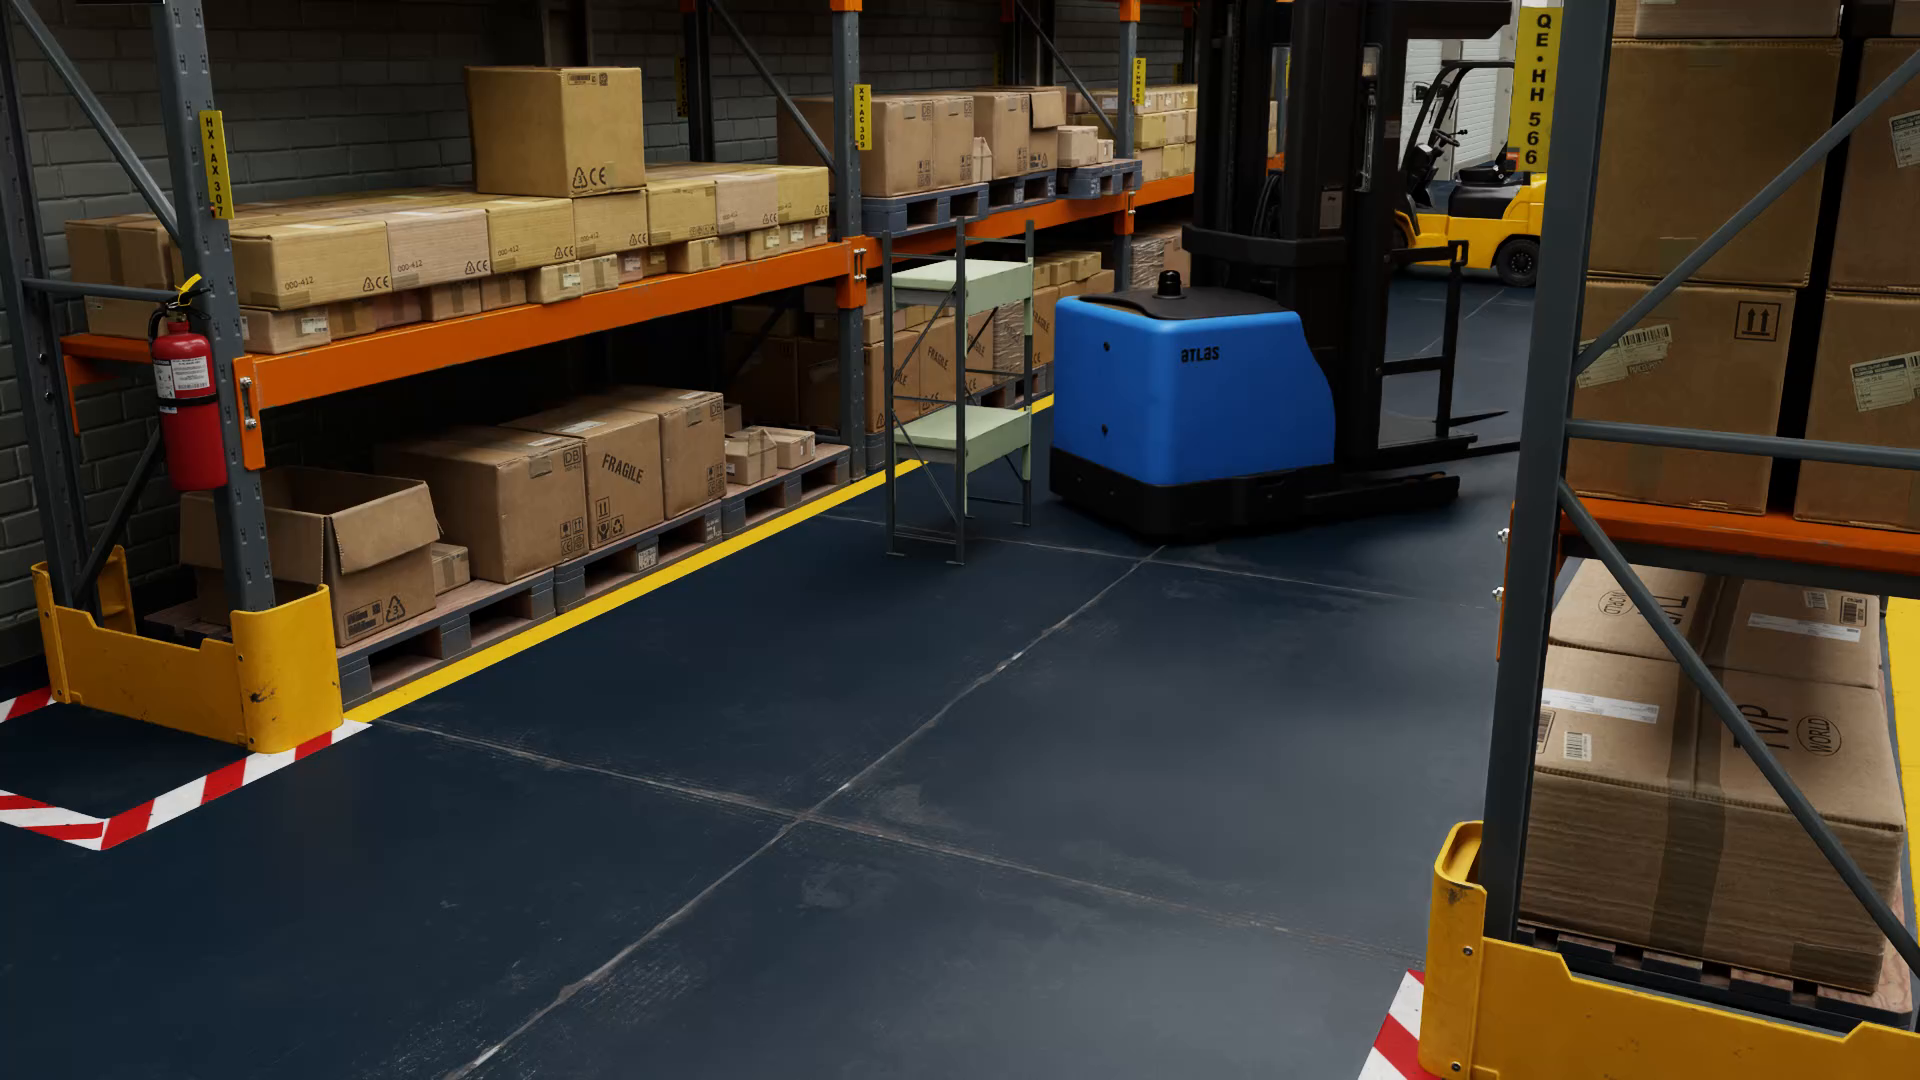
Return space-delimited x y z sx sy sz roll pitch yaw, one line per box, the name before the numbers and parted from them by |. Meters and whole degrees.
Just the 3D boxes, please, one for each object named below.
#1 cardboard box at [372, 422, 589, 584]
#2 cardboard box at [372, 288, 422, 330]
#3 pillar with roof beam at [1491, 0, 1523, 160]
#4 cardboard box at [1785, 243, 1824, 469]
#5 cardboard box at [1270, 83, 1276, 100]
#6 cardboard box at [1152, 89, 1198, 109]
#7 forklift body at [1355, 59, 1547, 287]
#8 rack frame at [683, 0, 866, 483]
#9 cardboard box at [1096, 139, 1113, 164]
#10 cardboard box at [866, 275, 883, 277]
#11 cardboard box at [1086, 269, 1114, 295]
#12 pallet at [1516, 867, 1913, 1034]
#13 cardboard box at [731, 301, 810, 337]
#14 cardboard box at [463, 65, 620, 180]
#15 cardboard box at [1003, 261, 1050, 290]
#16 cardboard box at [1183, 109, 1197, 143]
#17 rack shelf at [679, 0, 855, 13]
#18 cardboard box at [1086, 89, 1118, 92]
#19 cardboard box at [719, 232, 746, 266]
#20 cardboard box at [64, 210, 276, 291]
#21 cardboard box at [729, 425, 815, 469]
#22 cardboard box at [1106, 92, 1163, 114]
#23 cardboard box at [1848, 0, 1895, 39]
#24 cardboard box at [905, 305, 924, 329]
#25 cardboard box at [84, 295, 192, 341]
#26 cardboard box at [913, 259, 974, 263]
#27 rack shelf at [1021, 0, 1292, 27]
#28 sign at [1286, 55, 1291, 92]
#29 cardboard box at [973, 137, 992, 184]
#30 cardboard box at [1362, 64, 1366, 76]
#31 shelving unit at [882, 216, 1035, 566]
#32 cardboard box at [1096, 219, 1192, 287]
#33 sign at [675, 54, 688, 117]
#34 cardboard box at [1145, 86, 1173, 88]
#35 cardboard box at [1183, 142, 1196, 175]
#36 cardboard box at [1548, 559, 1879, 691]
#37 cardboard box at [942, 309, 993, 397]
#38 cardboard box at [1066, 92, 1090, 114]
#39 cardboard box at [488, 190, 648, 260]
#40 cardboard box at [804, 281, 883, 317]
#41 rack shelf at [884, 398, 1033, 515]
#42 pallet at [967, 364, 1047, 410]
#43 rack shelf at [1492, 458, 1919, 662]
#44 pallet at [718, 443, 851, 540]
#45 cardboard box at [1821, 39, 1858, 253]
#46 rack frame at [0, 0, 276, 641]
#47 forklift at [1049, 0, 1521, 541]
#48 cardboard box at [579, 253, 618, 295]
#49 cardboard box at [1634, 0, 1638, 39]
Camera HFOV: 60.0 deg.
cardboard box | -2.005 -0.169 6.978 0.700 0.500 0.500 9 19 28
cardboard box | -2.229 -0.880 6.160 0.380 0.149 0.250 8 18 25
pillar with roof beam | 15.147 -11.735 31.730 9.100 9.000 0.400 8 18 25
cardboard box | 2.335 -0.445 4.079 0.500 0.500 0.500 8 18 25
cardboard box | 2.960 -4.273 15.827 0.380 0.149 0.250 8 18 24
cardboard box | 1.768 -3.580 13.494 0.380 0.149 0.250 9 19 27
forklift body | 5.154 -3.763 16.916 2.313 2.155 1.214 8 18 25
rack frame | -0.992 -1.828 8.912 1.000 3.000 0.127 8 18 25
cardboard box | 0.845 -2.712 11.590 0.380 0.149 0.250 8 19 26
cardboard box | -0.546 -1.608 10.683 0.380 0.149 0.250 8 18 26
cardboard box | 0.798 -1.715 12.184 0.500 0.500 0.500 9 19 27
pallet | 1.950 0.944 4.475 1.003 0.211 1.213 8 18 25
cardboard box | -1.086 -1.273 9.555 0.380 0.149 0.250 7 18 23
cardboard box | -1.896 -1.913 7.621 0.500 0.500 0.500 8 18 24
cardboard box | 0.391 -1.807 11.353 0.380 0.149 0.250 9 19 27
cardboard box | 1.687 -3.355 13.438 0.500 0.250 0.500 8 18 24
rack shelf | -1.886 -2.412 6.872 1.077 0.370 4.000 8 18 25
cardboard box | 1.180 -3.582 13.501 0.380 0.149 0.250 8 18 25
cardboard box | -1.242 -1.393 7.887 0.380 0.149 0.250 9 19 27
cardboard box | -2.812 -1.031 5.969 0.500 0.250 0.500 9 19 27
cardboard box | -0.979 -0.484 8.654 0.380 0.149 0.250 7 18 24
cardboard box | 1.319 -3.318 12.612 0.380 0.149 0.250 9 19 27
cardboard box | 2.122 -1.148 3.551 0.380 0.149 0.250 9 19 27
cardboard box | -0.435 -1.347 9.805 0.380 0.149 0.250 7 18 23
cardboard box | -2.872 -0.808 5.916 0.380 0.149 0.250 8 18 25
cardboard box | -0.103 -1.873 11.575 0.380 0.149 0.250 7 18 23
rack shelf | 1.689 -4.450 13.733 1.077 0.370 4.000 8 18 25
sign | 3.072 -4.317 15.395 0.100 0.325 0.005 8 18 25
cardboard box | -0.028 -2.270 9.898 0.396 0.266 0.258 9 19 28
cardboard box | 4.223 -5.131 18.196 0.380 0.149 0.250 9 19 27
shelving unit | 0.003 -0.721 7.817 0.431 1.500 0.755 8 18 25
cardboard box | 1.672 -2.406 14.291 0.875 0.625 0.625 7 18 23
sign | -1.490 -2.453 8.982 0.100 0.325 0.005 8 18 25
cardboard box | 1.616 -3.845 14.386 0.380 0.149 0.250 8 18 25
cardboard box | 1.665 -3.117 13.513 0.500 0.250 0.500 7 18 24
cardboard box | 2.269 0.433 5.061 0.875 0.438 0.875 9 19 27
cardboard box | -0.119 -1.189 10.413 0.500 0.500 0.500 8 18 24
cardboard box | 0.759 -3.315 12.601 0.380 0.149 0.250 9 19 27
cardboard box | -1.678 -1.352 7.050 0.500 0.250 0.500 8 18 24
cardboard box | -0.648 -1.350 9.293 0.380 0.149 0.250 8 18 24
rack shelf | 0.003 -0.408 7.909 0.431 0.370 0.720 8 18 25
pallet | -0.119 -1.015 11.073 1.003 0.211 1.213 8 18 25
rack shelf | 2.556 -0.343 5.176 1.077 0.370 4.000 8 18 25
pallet | -1.300 -0.317 8.720 1.003 0.211 1.213 8 18 25
cardboard box | 2.356 -0.925 3.938 0.500 0.500 0.500 8 18 24
rack frame | -2.780 -0.809 5.481 1.000 3.000 0.127 8 18 25
forklift | 2.012 -1.679 8.528 3.031 2.935 1.130 -8 19 -26
cardboard box | -1.668 -1.129 7.000 0.380 0.149 0.250 9 19 27
cardboard box | 1.736 -1.202 3.731 0.380 0.149 0.250 8 19 26
